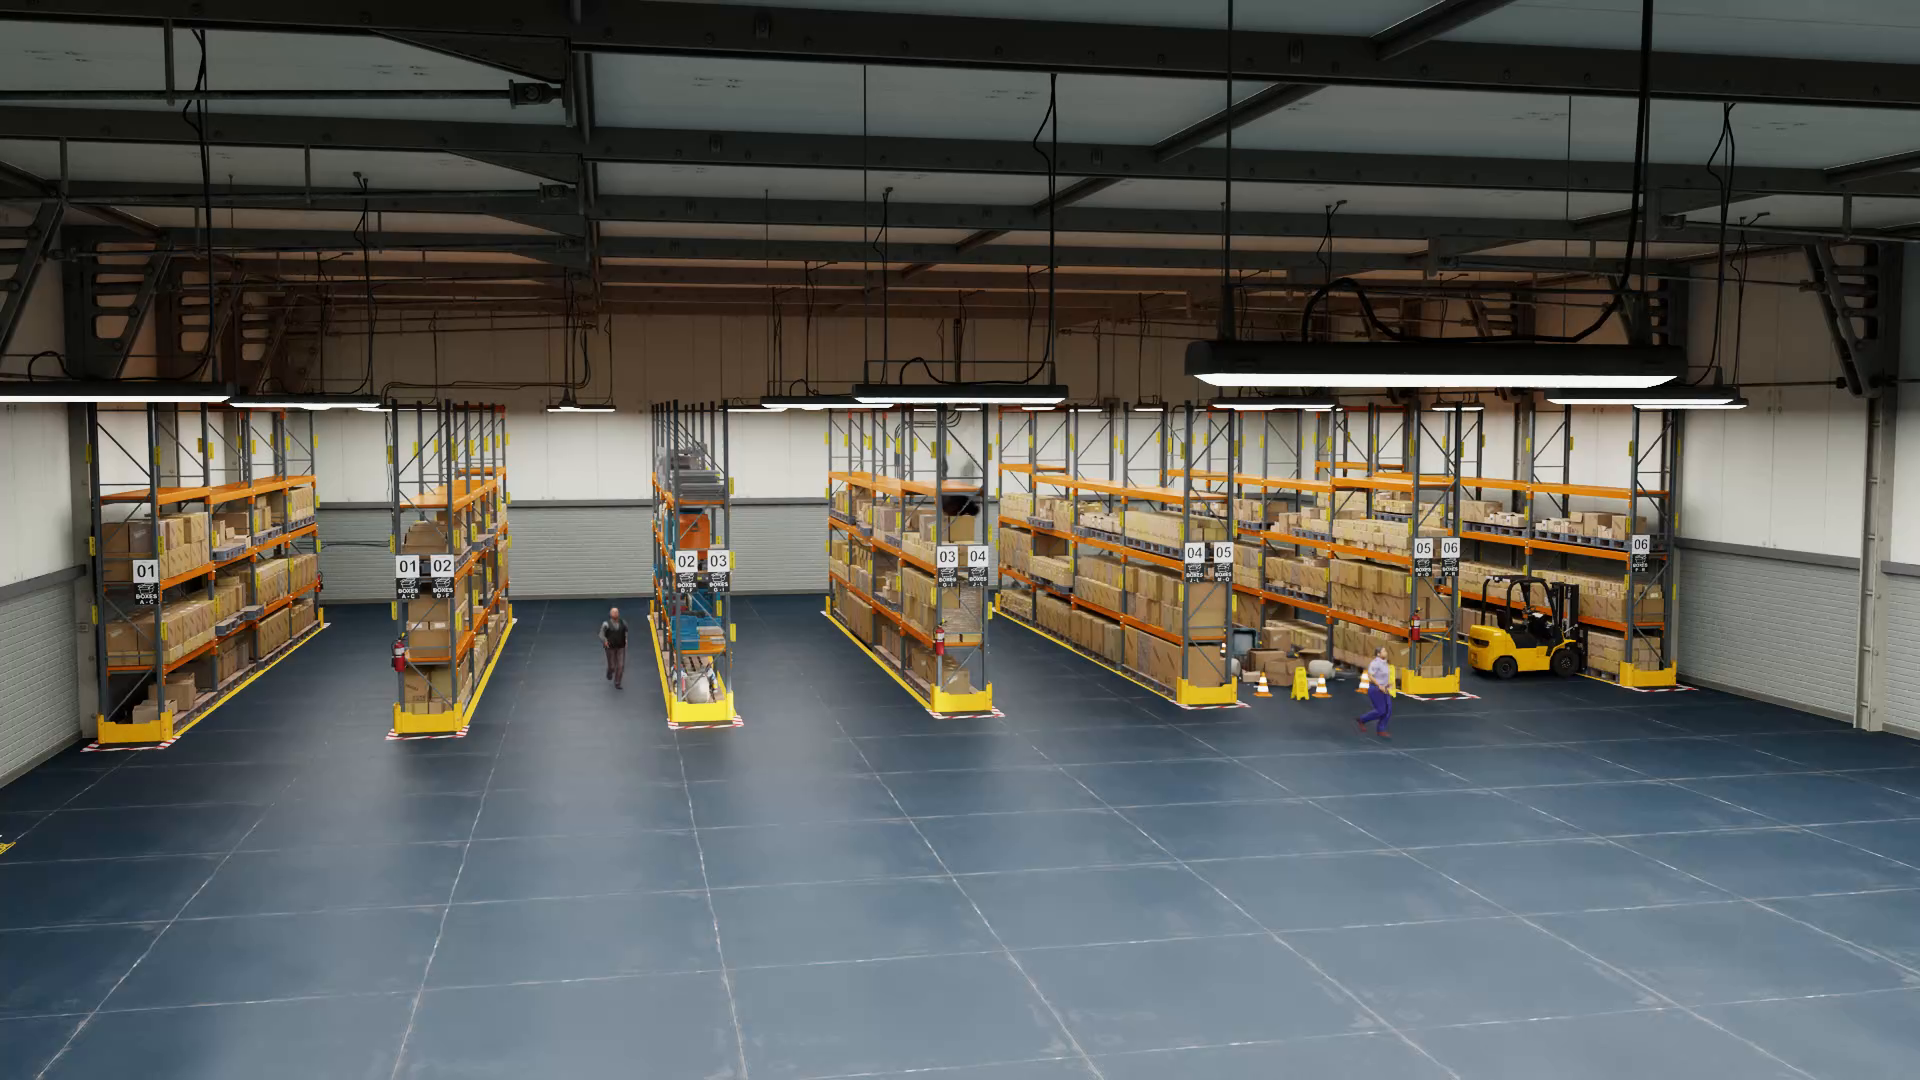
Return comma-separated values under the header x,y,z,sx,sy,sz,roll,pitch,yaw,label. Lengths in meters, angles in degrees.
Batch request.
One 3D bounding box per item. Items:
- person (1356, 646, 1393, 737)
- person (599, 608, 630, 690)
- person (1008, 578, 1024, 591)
x,y,z,sx,sy,sz,roll,pitch,yaw,label
7.425,2.692,29.664,0.626,1.630,0.629,3,5,33,person
-7.214,2.265,34.817,0.661,1.694,0.733,-2,5,-24,person
1.733,1.128,49.885,0.654,1.659,0.537,-2,5,-20,person
